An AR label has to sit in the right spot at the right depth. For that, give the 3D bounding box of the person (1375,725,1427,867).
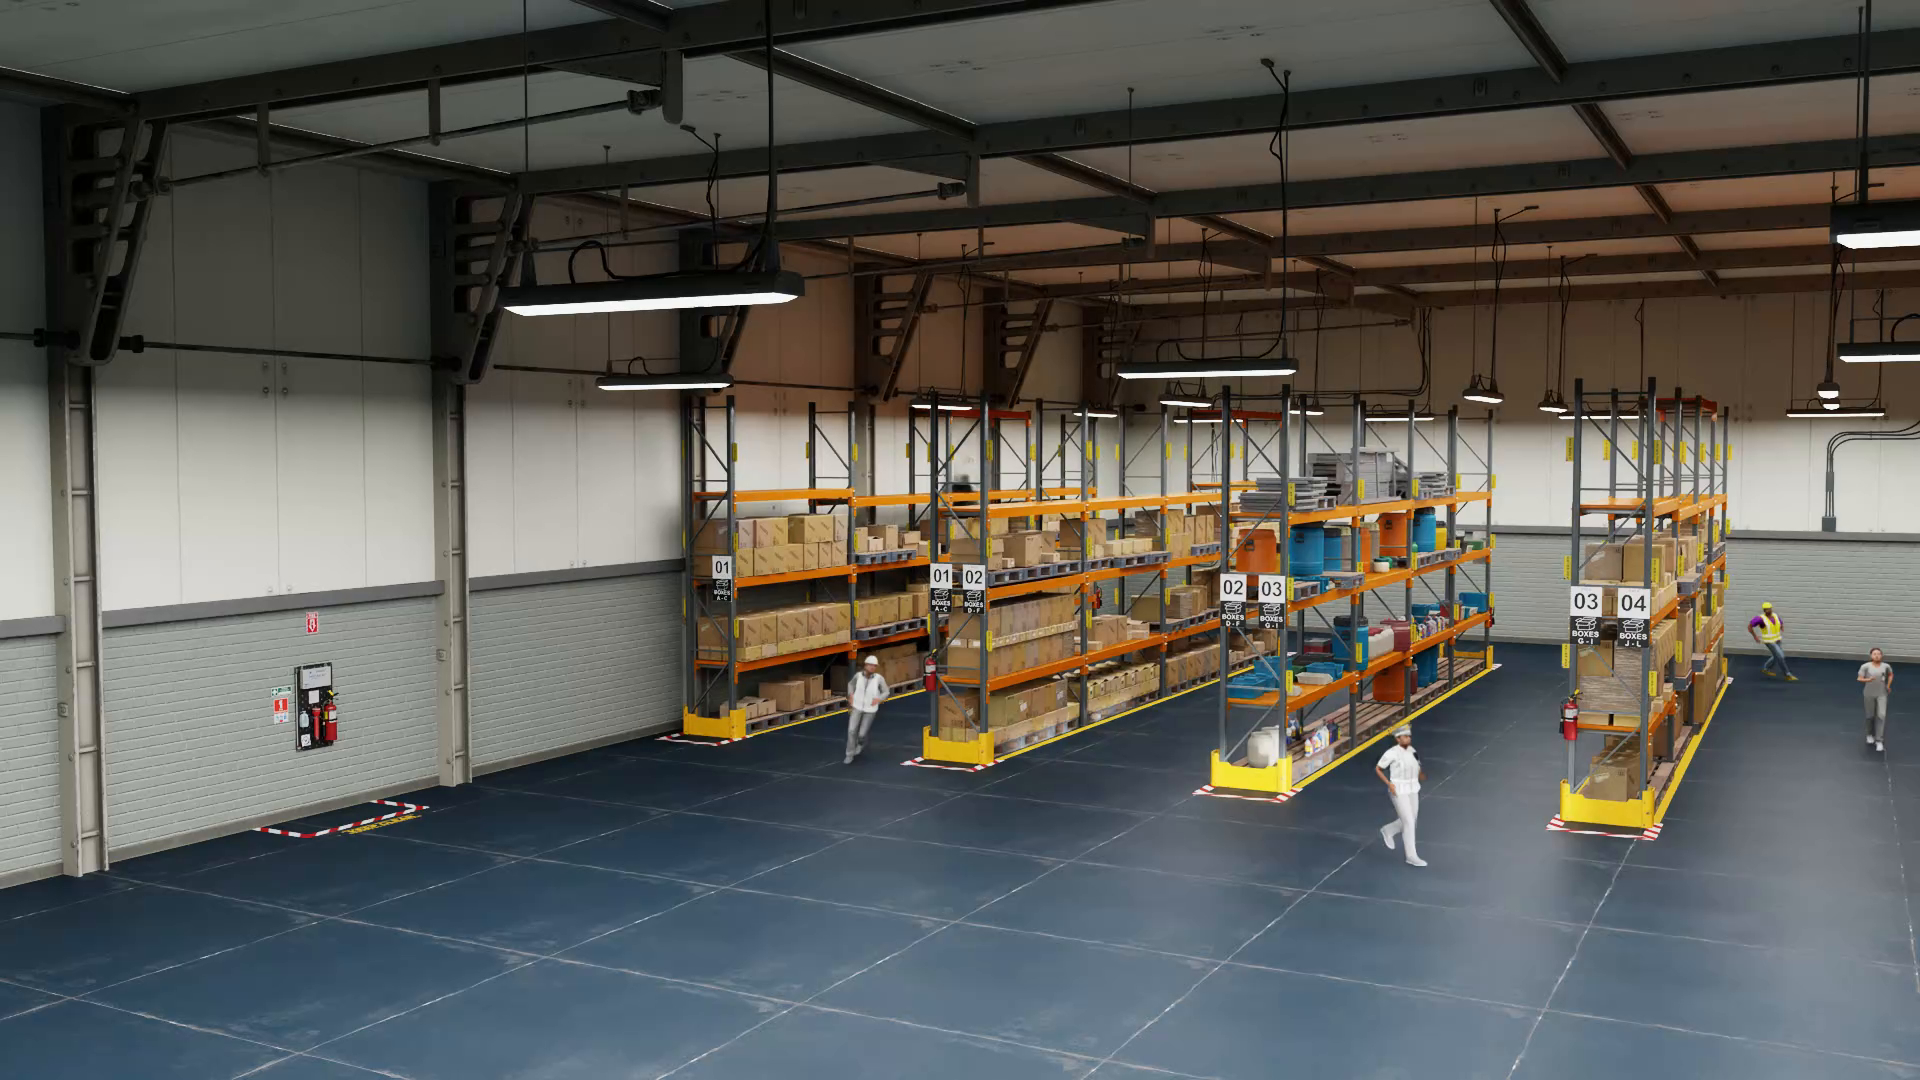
[{"bbox_3d":[5.408,3.084,20.348,0.587,1.670,0.871,-2,3,-28],"label":"person"}]

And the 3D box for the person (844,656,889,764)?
[{"bbox_3d":[-1.504,2.751,27.060,0.720,1.748,0.797,0,3,4],"label":"person"}]

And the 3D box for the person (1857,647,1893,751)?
[{"bbox_3d":[15.470,2.664,28.103,0.559,1.662,0.881,1,3,24],"label":"person"}]

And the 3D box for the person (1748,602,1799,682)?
[{"bbox_3d":[17.853,2.223,36.468,0.687,1.715,0.867,-2,3,-27],"label":"person"}]
